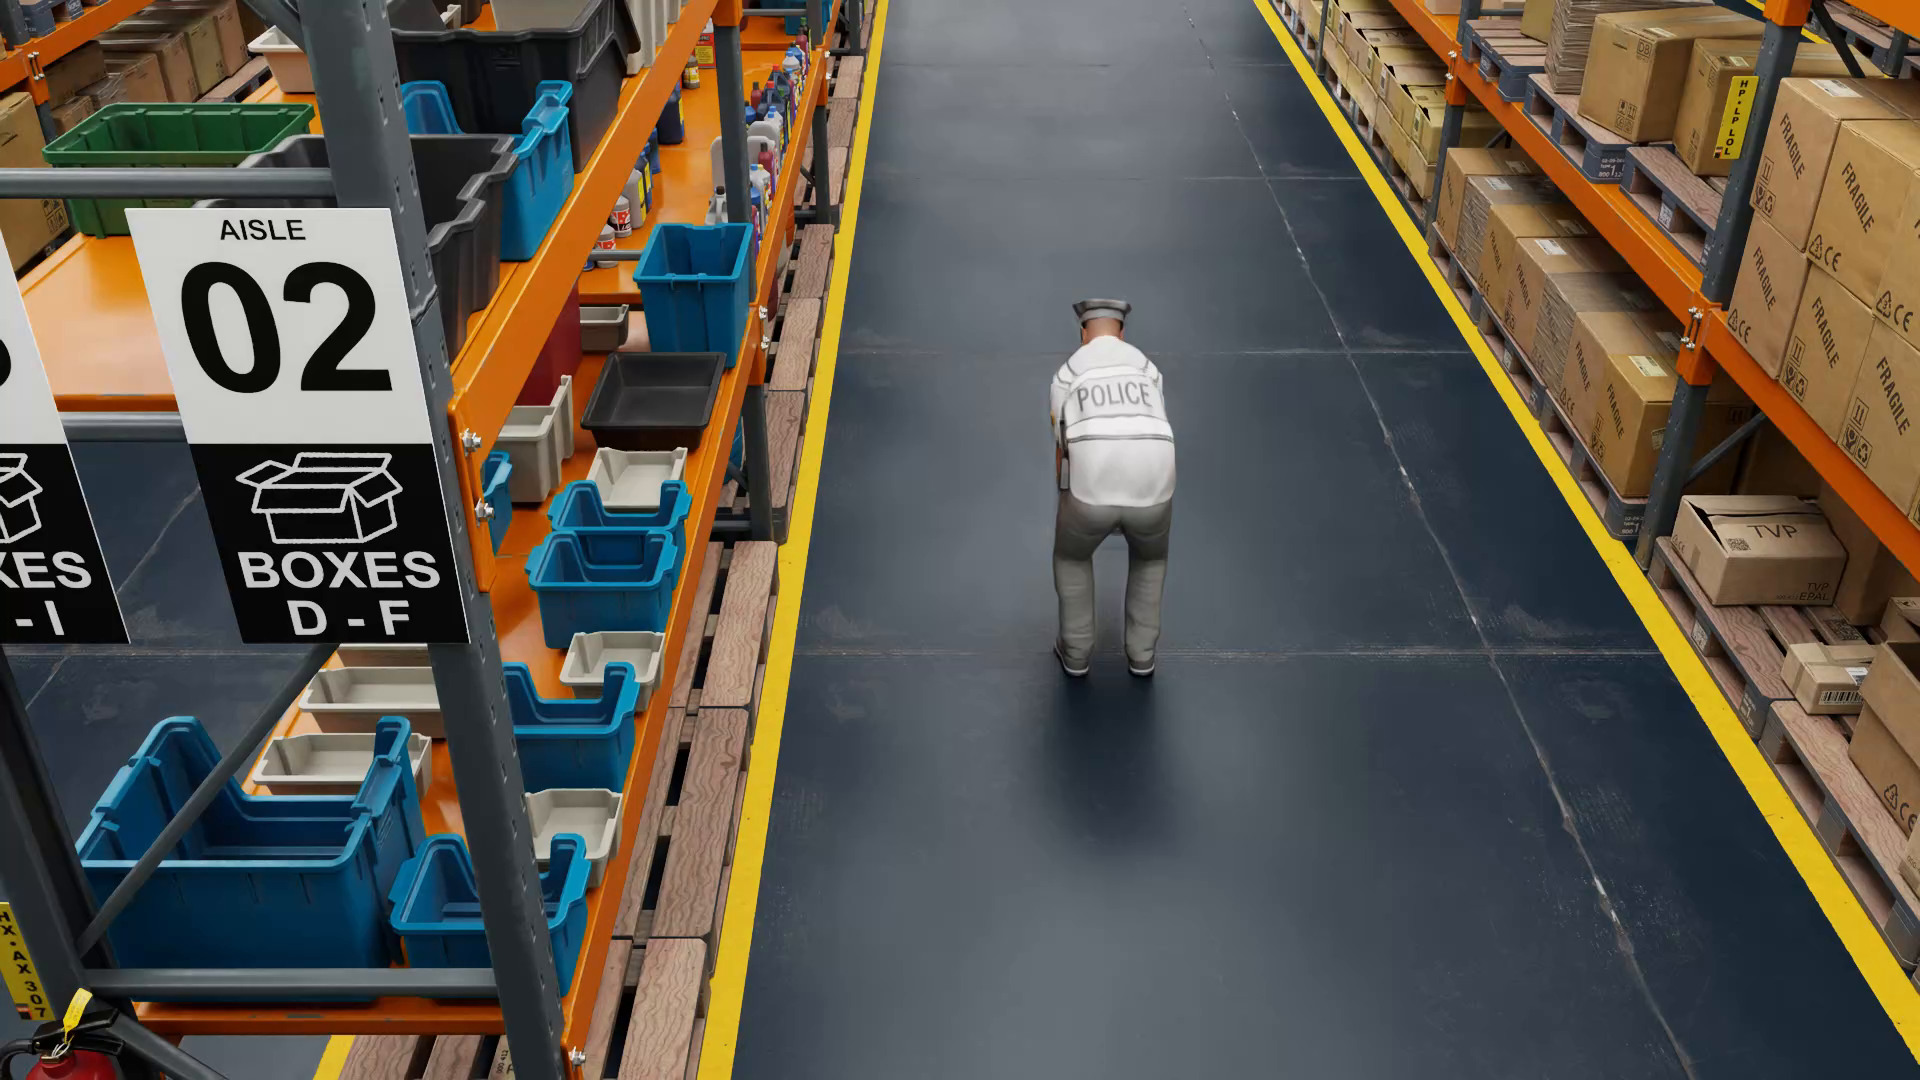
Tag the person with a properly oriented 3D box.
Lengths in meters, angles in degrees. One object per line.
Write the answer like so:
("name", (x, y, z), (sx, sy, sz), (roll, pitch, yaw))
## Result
("person", (0.606, -0.217, 6.817), (0.482, 1.412, 0.964), (-1, 31, -1))
